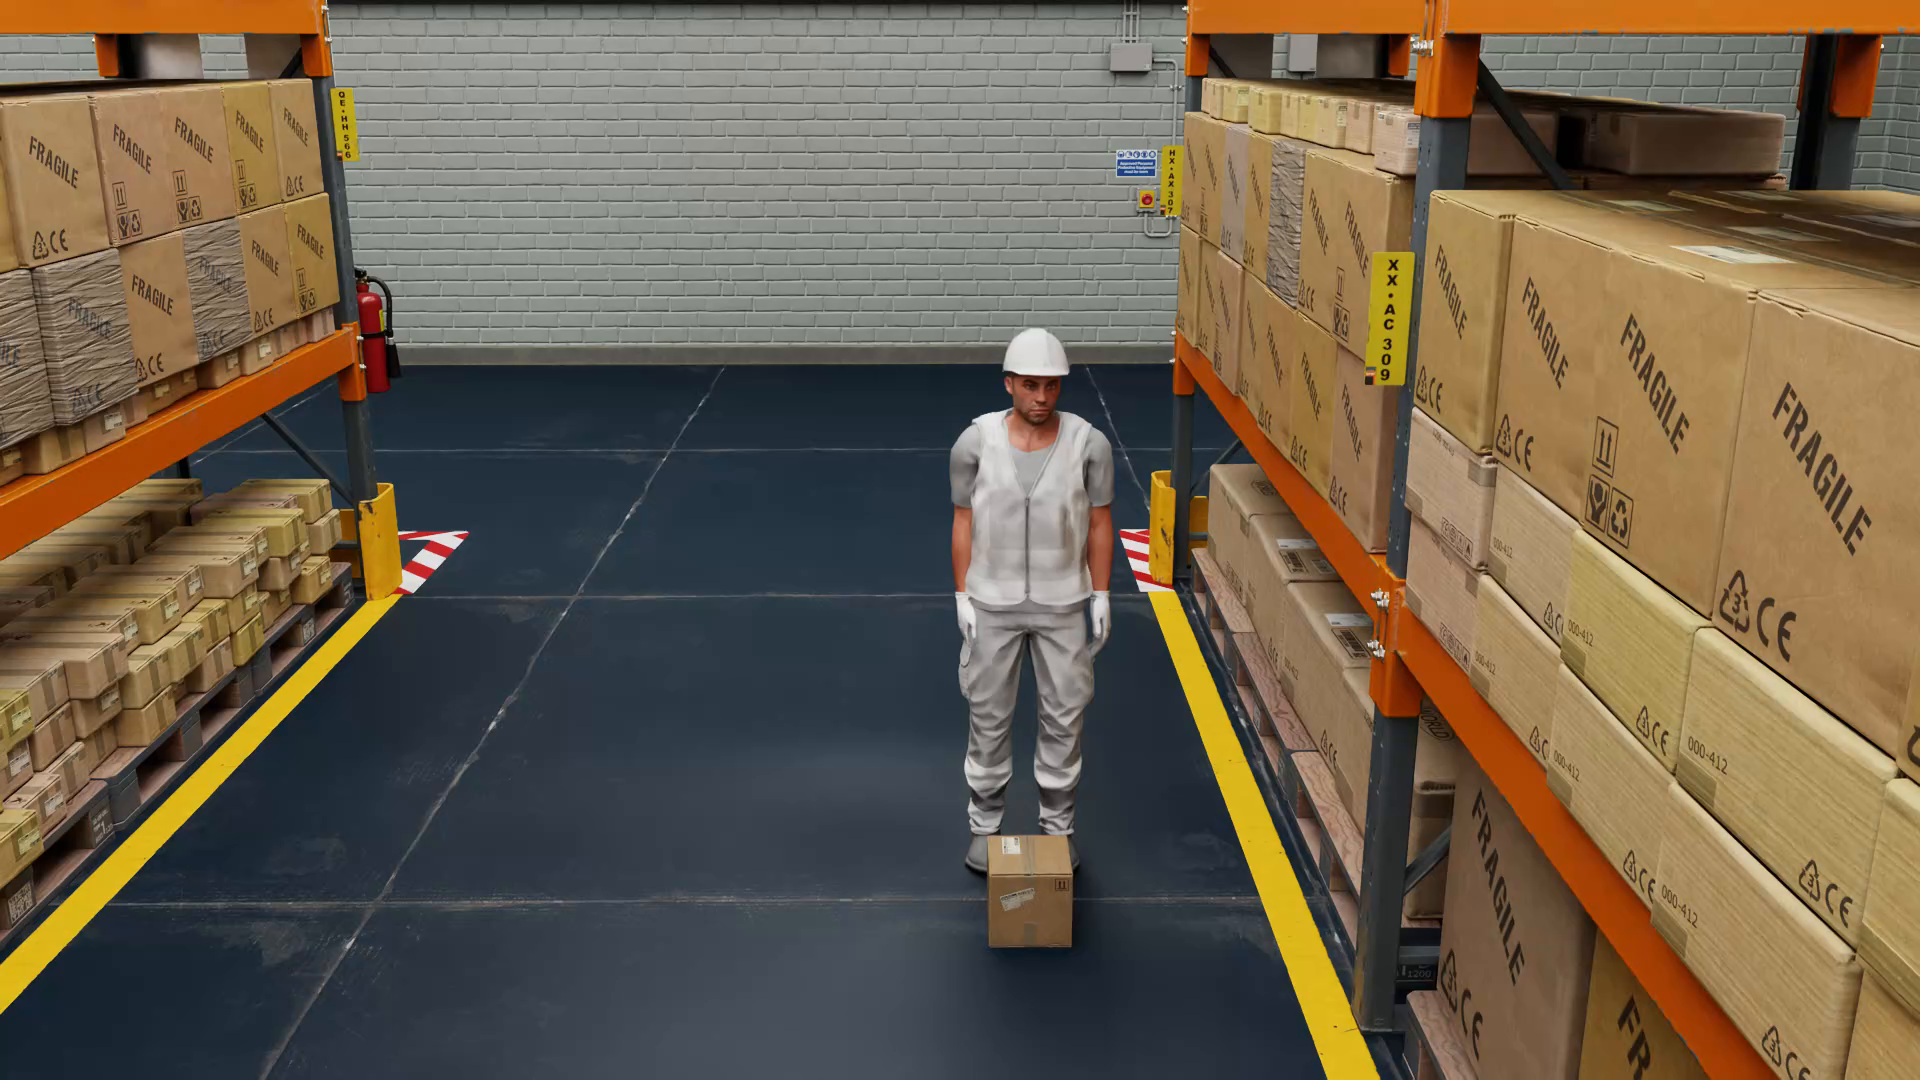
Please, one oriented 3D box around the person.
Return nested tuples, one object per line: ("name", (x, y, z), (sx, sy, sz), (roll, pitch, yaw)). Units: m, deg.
("person", (0.228, 0.206, 5.333), (0.526, 1.782, 0.342), (0, 17, 0))
